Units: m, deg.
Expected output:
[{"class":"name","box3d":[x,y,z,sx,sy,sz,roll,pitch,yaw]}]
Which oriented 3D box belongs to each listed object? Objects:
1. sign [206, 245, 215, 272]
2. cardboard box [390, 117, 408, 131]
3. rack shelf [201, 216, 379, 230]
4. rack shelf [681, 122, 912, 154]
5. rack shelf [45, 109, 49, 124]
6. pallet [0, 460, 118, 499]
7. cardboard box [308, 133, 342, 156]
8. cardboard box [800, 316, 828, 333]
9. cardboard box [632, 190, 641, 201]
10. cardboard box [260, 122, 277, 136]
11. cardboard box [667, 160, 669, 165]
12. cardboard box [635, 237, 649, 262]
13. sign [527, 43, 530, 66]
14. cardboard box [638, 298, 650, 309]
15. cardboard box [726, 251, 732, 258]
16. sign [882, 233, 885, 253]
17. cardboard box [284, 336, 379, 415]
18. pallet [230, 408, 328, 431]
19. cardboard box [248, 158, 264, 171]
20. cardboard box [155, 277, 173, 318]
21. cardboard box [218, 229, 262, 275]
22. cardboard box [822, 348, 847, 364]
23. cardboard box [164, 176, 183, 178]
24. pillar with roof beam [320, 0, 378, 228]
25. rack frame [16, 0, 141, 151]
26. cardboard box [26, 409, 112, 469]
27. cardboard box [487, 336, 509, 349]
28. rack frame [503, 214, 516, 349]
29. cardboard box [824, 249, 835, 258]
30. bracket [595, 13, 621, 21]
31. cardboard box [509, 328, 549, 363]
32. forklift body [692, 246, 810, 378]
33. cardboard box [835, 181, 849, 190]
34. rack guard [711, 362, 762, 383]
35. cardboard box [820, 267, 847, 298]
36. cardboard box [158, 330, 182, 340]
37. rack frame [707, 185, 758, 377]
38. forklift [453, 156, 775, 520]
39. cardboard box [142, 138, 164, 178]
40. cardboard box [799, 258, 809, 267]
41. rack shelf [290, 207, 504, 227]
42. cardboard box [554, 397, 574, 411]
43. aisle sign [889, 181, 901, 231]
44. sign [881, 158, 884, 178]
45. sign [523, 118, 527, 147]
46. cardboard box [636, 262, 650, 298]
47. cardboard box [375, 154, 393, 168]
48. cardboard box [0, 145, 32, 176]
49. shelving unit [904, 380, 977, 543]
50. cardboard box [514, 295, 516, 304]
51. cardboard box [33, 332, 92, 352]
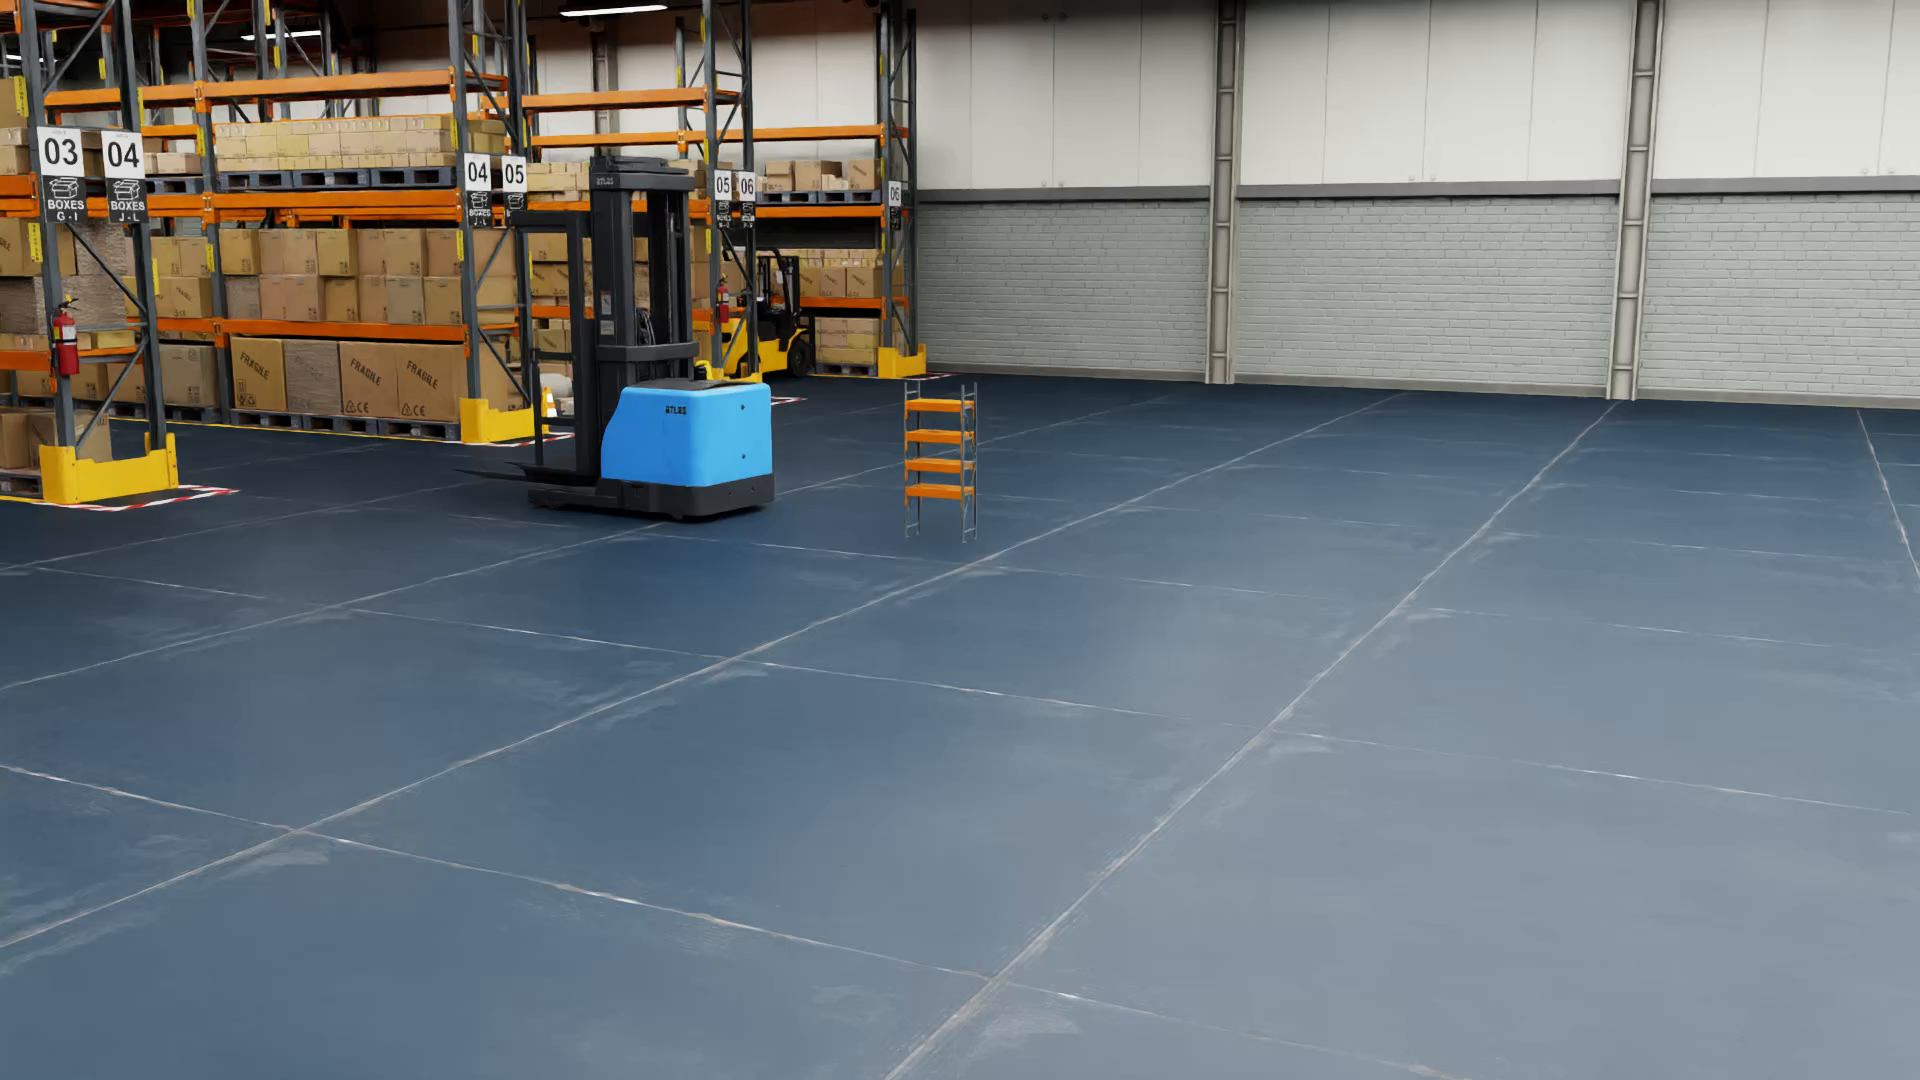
[{"class":"sign","box3d":[-9.110,-3.426,20.209,0.005,0.325,0.100,5,11,26]},{"class":"cardboard box","box3d":[-6.197,-4.681,18.754,0.250,0.149,0.380,5,12,27]},{"class":"rack shelf","box3d":[-13.554,-6.484,33.733,4.000,0.370,1.077,5,11,26]},{"class":"rack shelf","box3d":[-2.792,-6.818,28.277,4.000,0.370,1.077,5,11,26]},{"class":"rack shelf","box3d":[-14.259,-5.857,22.966,4.000,0.370,1.077,5,11,26]},{"class":"pallet","box3d":[-8.358,-0.587,15.380,1.213,0.211,1.003,5,11,26]},{"class":"cardboard box","box3d":[-7.204,-4.585,19.344,0.500,0.250,0.500,5,11,26]},{"class":"cardboard box","box3d":[-2.467,-3.669,28.312,0.500,0.250,0.500,5,11,27]},{"class":"cardboard box","box3d":[-4.538,-4.885,23.584,0.250,0.149,0.380,5,11,25]},{"class":"cardboard box","box3d":[-8.018,-4.841,19.637,0.250,0.149,0.380,5,11,25]},{"class":"cardboard box","box3d":[-4.077,-5.234,23.271,0.250,0.149,0.380,5,11,25]},{"class":"cardboard box","box3d":[-4.197,-4.200,23.591,0.500,0.500,0.700,5,11,26]},{"class":"sign","box3d":[-6.522,-7.317,25.047,0.005,0.325,0.100,5,11,26]},{"class":"cardboard box","box3d":[-4.363,-3.379,23.684,0.250,0.149,0.380,5,12,27]},{"class":"cardboard box","box3d":[-3.924,-4.992,28.951,0.250,0.149,0.380,5,11,25]},{"class":"sign","box3d":[-1.251,-4.860,27.244,0.005,0.325,0.100,5,11,26]},{"class":"cardboard box","box3d":[-7.535,-2.013,20.215,0.875,0.875,0.875,5,11,26]},{"class":"pallet","box3d":[-8.231,-1.538,20.637,1.213,0.211,1.003,5,11,26]},{"class":"cardboard box","box3d":[-8.246,-4.468,19.818,0.250,0.149,0.380,5,11,26]},{"class":"cardboard box","box3d":[-9.918,-3.070,20.991,0.500,0.500,0.500,5,11,25]},{"class":"cardboard box","box3d":[-8.563,-3.553,20.488,0.550,0.550,0.875,5,11,26]},{"class":"cardboard box","box3d":[-2.002,-3.140,28.199,0.500,0.250,0.500,5,11,26]},{"class":"cardboard box","box3d":[-13.291,-6.028,27.731,0.500,0.500,0.500,5,11,25]},{"class":"pillar with roof beam","box3d":[-13.891,-7.668,29.831,0.548,9.000,9.100,5,11,26]},{"class":"rack frame","box3d":[-7.577,-4.835,14.180,0.127,3.000,1.000,5,11,26]},{"class":"cardboard box","box3d":[-8.129,-0.912,15.186,0.500,0.500,0.500,8,13,36]},{"class":"cardboard box","box3d":[-8.647,-3.865,31.504,0.500,0.500,0.500,5,12,27]},{"class":"rack frame","box3d":[-8.173,-4.890,31.324,0.127,3.000,1.000,5,11,26]},{"class":"cardboard box","box3d":[-2.085,-4.831,28.062,0.250,0.149,0.380,5,11,26]},{"class":"bracket","box3d":[-6.390,-9.565,30.203,0.430,0.232,0.235,5,11,26]},{"class":"cardboard box","box3d":[-6.369,-2.914,24.846,0.500,0.500,0.500,6,12,29]},{"class":"forklift body","box3d":[-3.507,-3.700,27.132,1.214,2.155,2.313,5,11,26]},{"class":"cardboard box","box3d":[-1.876,-5.884,27.642,0.250,0.149,0.380,5,11,24]},{"class":"rack guard","box3d":[-3.260,-2.242,23.715,0.348,0.500,1.175,5,11,26]},{"class":"cardboard box","box3d":[-2.017,-4.348,28.048,0.500,0.500,0.500,5,12,28]},{"class":"cardboard box","box3d":[-13.362,-3.537,28.636,0.875,0.875,0.875,5,12,28]},{"class":"rack frame","box3d":[-3.192,-3.466,23.459,0.127,3.000,1.000,5,11,26]},{"class":"forklift","box3d":[-3.112,-1.775,14.309,3.031,2.935,1.130,6,12,30]},{"class":"cardboard box","box3d":[-10.783,-4.987,21.698,0.500,0.500,0.500,5,11,26]},{"class":"cardboard box","box3d":[-2.595,-4.707,28.215,0.250,0.149,0.380,5,11,26]},{"class":"rack shelf","box3d":[-8.572,-5.061,25.868,4.000,0.370,1.077,5,11,26]},{"class":"cardboard box","box3d":[-5.260,-1.844,22.501,0.380,0.149,0.250,-7,12,-33]},{"class":"aisle sign","box3d":[-1.070,-5.486,27.321,0.004,0.787,0.394,5,11,26]},{"class":"sign","box3d":[-1.251,-6.046,27.029,0.005,0.325,0.100,5,11,26]},{"class":"sign","box3d":[-5.040,-4.701,19.182,0.005,0.325,0.100,5,11,26]},{"class":"cardboard box","box3d":[-4.247,-3.701,23.639,0.500,0.500,0.500,5,11,26]},{"class":"cardboard box","box3d":[-6.422,-4.308,18.934,0.250,0.149,0.380,5,11,26]},{"class":"cardboard box","box3d":[-8.121,-3.283,14.446,0.500,0.250,0.500,5,12,27]},{"class":"shelving unit","box3d":[-0.148,-0.603,12.695,0.503,1.200,0.258,5,11,26]},{"class":"cardboard box","box3d":[-6.638,-3.582,24.803,0.250,0.149,0.380,5,11,26]},{"class":"cardboard box","box3d":[-7.923,-1.749,14.678,0.250,0.149,0.380,5,11,26]}]
